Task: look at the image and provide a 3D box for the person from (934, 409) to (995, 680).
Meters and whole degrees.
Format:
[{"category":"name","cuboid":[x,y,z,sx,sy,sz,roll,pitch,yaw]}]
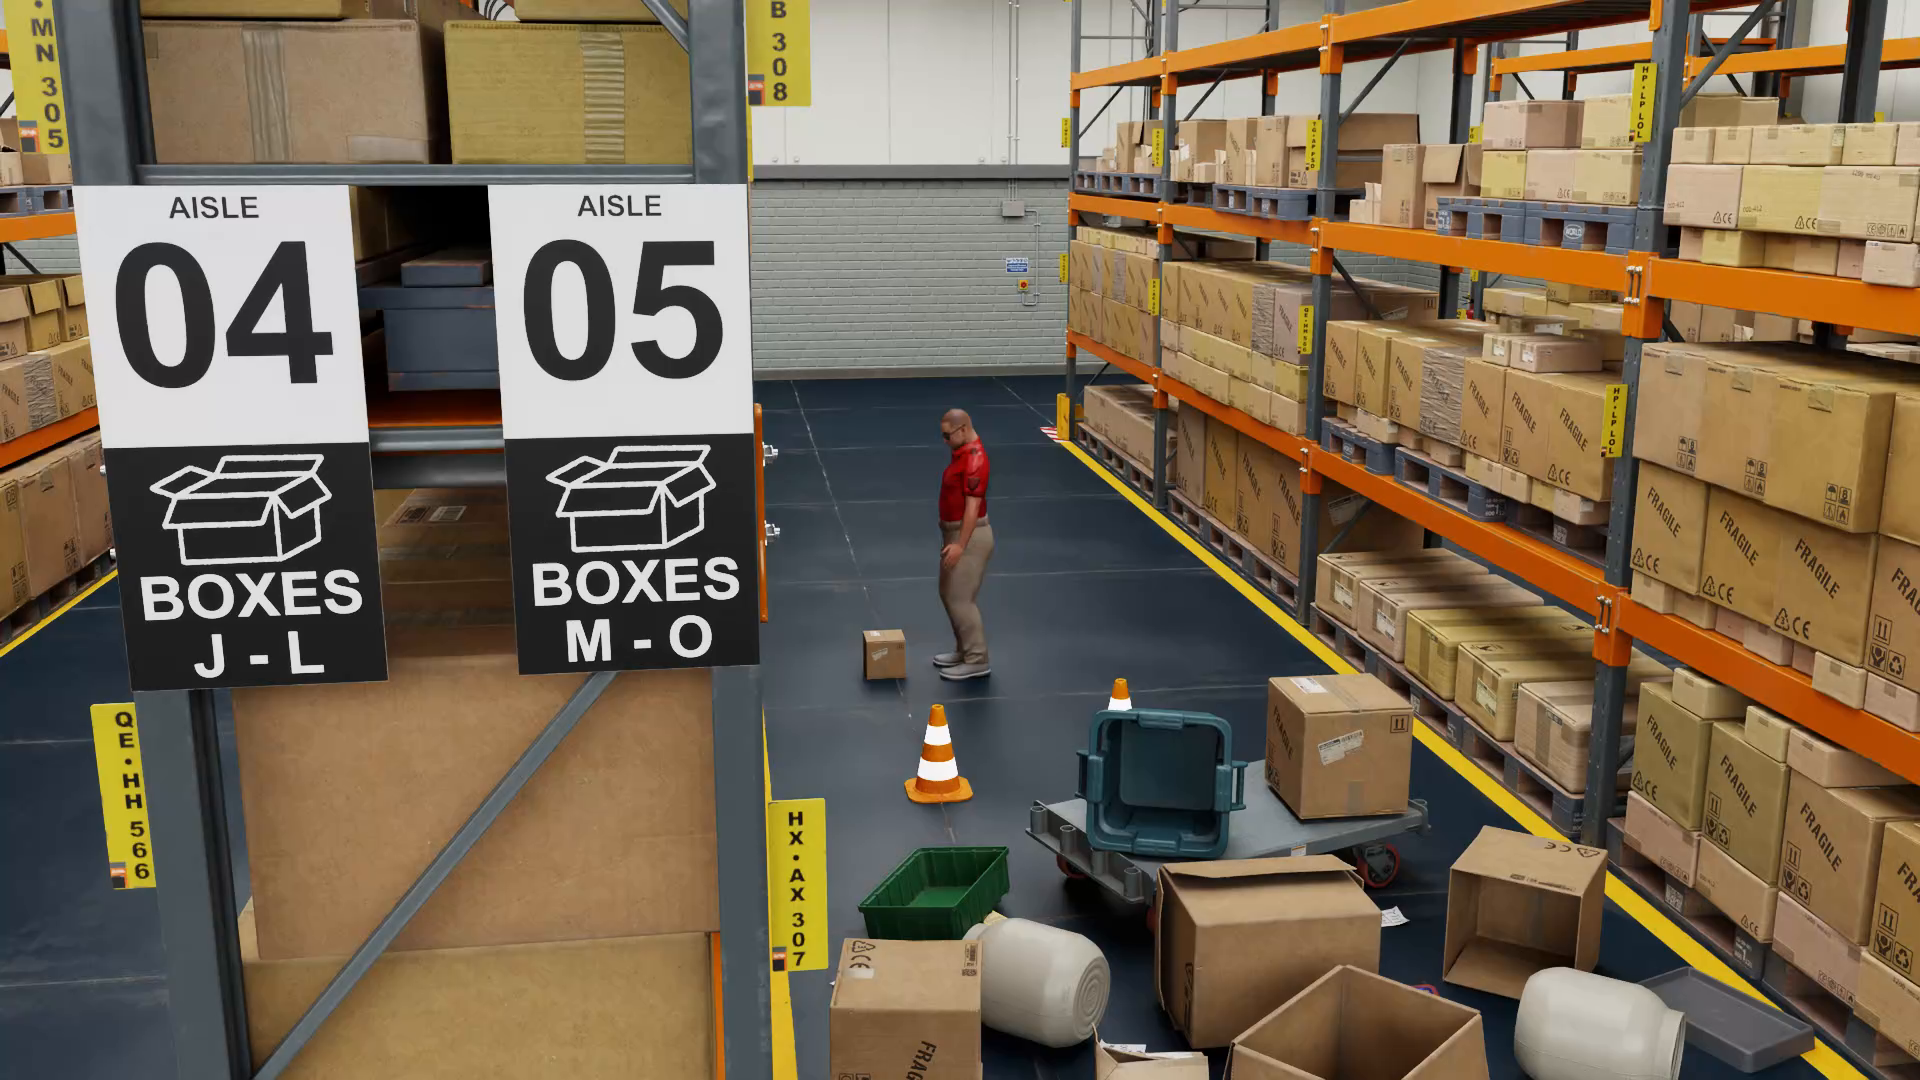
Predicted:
[{"category":"person","cuboid":[0.030,0.017,10.513,0.366,1.709,0.540,-2,13,-7]}]
